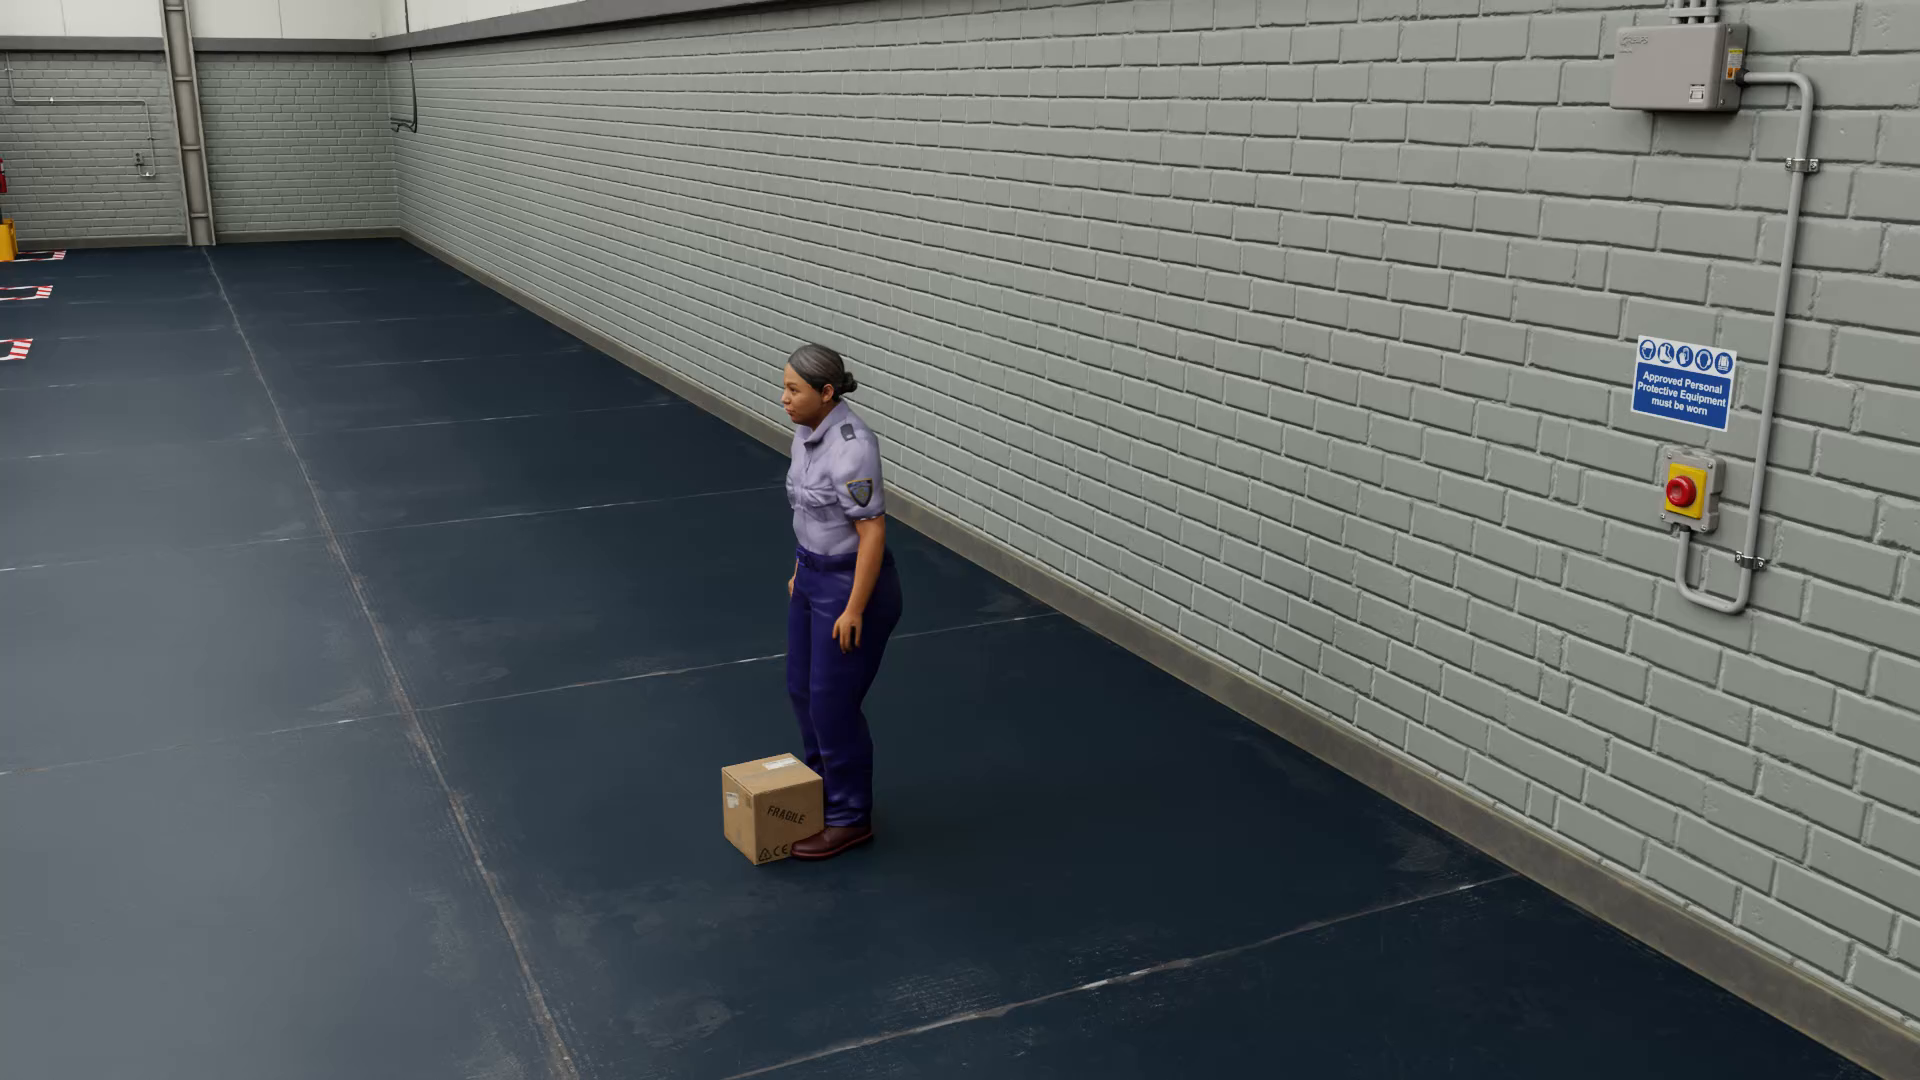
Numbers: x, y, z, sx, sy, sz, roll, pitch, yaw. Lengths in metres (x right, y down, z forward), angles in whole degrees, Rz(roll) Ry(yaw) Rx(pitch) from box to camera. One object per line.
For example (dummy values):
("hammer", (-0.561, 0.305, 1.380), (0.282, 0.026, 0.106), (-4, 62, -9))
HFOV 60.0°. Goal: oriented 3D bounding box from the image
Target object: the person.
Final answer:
("person", (-0.421, 0.188, 5.379), (0.413, 1.638, 0.540), (-7, 17, -25))
